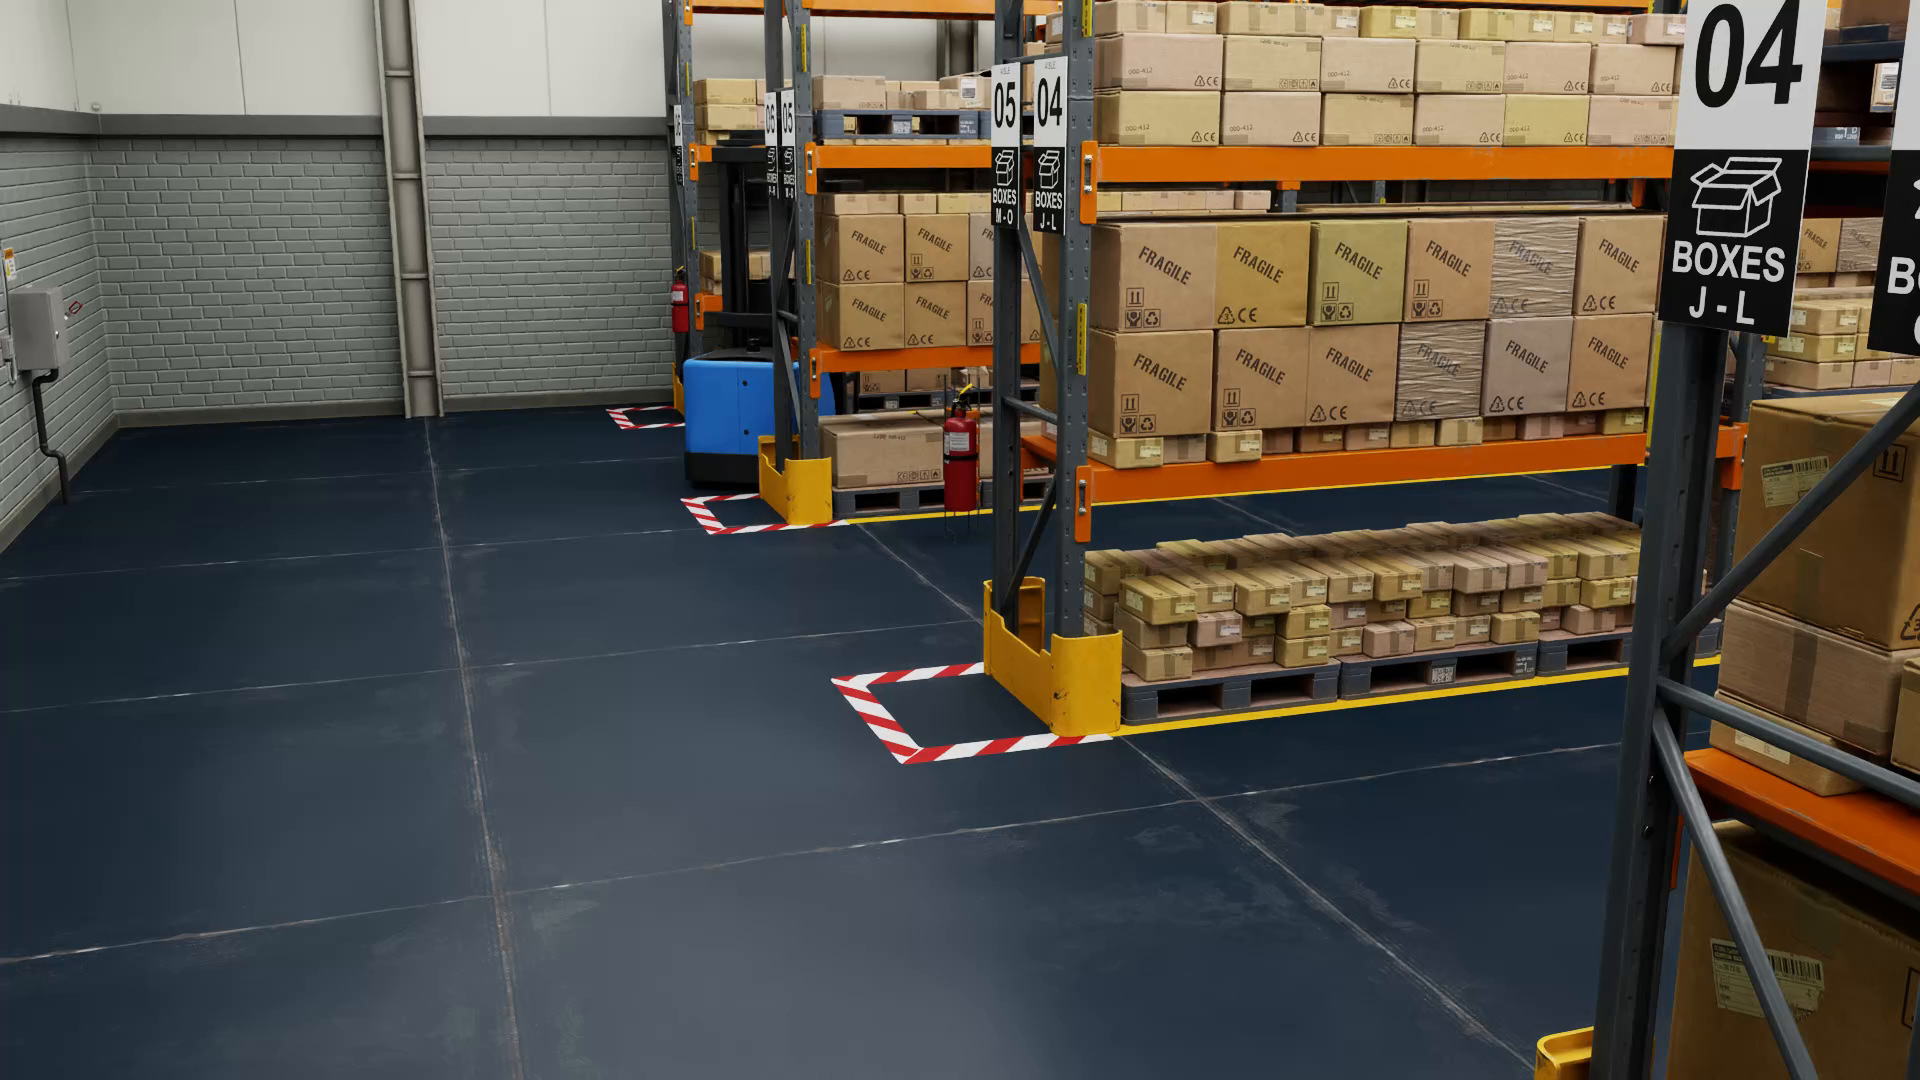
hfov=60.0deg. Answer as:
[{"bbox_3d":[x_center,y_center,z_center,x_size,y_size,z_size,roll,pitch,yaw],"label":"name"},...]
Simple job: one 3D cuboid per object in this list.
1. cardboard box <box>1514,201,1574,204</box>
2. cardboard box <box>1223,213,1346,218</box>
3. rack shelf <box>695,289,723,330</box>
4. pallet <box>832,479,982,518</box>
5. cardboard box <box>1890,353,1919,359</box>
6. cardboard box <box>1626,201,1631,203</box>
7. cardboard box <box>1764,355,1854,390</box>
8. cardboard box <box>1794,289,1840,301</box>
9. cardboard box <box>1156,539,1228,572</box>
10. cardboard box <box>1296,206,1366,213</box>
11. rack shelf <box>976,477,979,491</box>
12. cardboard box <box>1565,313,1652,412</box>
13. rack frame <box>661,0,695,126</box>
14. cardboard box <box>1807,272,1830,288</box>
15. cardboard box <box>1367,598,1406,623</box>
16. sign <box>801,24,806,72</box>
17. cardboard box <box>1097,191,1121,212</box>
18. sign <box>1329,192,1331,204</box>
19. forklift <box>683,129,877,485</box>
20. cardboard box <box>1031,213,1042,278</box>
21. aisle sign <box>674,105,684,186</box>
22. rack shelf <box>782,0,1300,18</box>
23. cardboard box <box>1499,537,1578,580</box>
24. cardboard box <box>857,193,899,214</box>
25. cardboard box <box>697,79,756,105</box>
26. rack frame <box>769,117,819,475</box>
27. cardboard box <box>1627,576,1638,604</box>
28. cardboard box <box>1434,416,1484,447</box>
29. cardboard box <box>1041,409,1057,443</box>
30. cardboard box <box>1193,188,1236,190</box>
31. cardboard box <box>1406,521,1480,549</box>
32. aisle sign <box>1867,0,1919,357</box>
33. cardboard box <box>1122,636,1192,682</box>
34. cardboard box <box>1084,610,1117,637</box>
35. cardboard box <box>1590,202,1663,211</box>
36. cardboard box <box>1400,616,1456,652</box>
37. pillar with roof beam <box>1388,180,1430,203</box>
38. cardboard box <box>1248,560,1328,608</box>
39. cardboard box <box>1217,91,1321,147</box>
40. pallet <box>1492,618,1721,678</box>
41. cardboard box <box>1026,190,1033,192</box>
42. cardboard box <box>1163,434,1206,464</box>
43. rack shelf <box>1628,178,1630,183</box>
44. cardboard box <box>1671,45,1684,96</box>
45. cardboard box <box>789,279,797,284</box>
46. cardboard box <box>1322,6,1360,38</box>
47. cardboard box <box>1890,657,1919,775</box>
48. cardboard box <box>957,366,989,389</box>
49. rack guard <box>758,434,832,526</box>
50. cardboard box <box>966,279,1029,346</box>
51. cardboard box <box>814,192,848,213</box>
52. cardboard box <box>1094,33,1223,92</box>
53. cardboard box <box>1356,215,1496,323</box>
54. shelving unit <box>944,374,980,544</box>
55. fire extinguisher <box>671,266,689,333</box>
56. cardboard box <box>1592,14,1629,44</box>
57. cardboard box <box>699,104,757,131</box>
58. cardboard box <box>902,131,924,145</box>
[{"bbox_3d":[5.284,-2.811,15.100,0.500,0.500,0.500,-4,14,-18],"label":"cardboard box"},{"bbox_3d":[1.713,-1.474,8.839,0.500,0.500,0.500,-4,14,-15],"label":"cardboard box"},{"bbox_3d":[-0.977,-2.593,18.115,4.000,0.370,1.077,-4,14,-18],"label":"rack shelf"},{"bbox_3d":[-0.553,-0.426,13.478,1.213,0.211,1.003,-4,14,-18],"label":"pallet"},{"bbox_3d":[5.189,-1.117,9.351,0.250,0.149,0.380,-4,14,-17],"label":"cardboard box"},{"bbox_3d":[8.707,-4.279,21.391,0.250,0.149,0.380,-4,14,-18],"label":"cardboard box"},{"bbox_3d":[4.699,-0.934,9.222,0.250,0.149,0.380,-5,14,-21],"label":"cardboard box"},{"bbox_3d":[4.997,-1.406,9.922,0.250,0.149,0.380,-5,14,-20],"label":"cardboard box"},{"bbox_3d":[1.271,0.117,9.136,0.250,0.149,0.380,-5,14,-19],"label":"cardboard box"},{"bbox_3d":[3.014,-2.506,13.821,0.500,0.500,0.500,-4,14,-17],"label":"cardboard box"},{"bbox_3d":[0.014,-0.425,12.046,0.180,0.103,0.258,-4,14,-18],"label":"rack shelf"},{"bbox_3d":[3.319,-0.981,8.927,0.500,0.500,0.500,-5,14,-20],"label":"cardboard box"},{"bbox_3d":[-2.873,-5.714,16.717,0.127,3.000,1.000,-4,14,-18],"label":"rack frame"},{"bbox_3d":[7.942,-2.466,15.663,0.250,0.149,0.380,-4,14,-16],"label":"cardboard box"},{"bbox_3d":[2.191,0.317,8.938,0.250,0.149,0.380,-4,14,-15],"label":"cardboard box"},{"bbox_3d":[-1.115,-3.507,11.864,0.005,0.325,0.100,-4,14,-18],"label":"sign"},{"bbox_3d":[1.083,-2.679,13.147,0.250,0.149,0.380,-5,14,-19],"label":"cardboard box"},{"bbox_3d":[4.529,-4.070,20.270,0.005,0.325,0.100,-4,14,-18],"label":"sign"},{"bbox_3d":[-1.492,-2.173,14.946,1.130,2.935,3.031,3,14,12],"label":"forklift"},{"bbox_3d":[0.705,-2.331,13.084,0.500,0.500,0.500,-4,14,-18],"label":"cardboard box"},{"bbox_3d":[-2.844,-3.990,16.818,0.004,0.787,0.394,-4,14,-18],"label":"aisle sign"},{"bbox_3d":[0.609,-4.228,12.891,4.000,0.370,1.077,-4,14,-18],"label":"rack shelf"},{"bbox_3d":[3.191,0.102,9.198,0.250,0.149,0.380,-4,14,-16],"label":"cardboard box"},{"bbox_3d":[-0.636,-2.558,12.635,0.250,0.149,0.380,-4,14,-17],"label":"cardboard box"},{"bbox_3d":[-2.372,-4.547,16.895,0.500,0.250,0.500,-5,14,-19],"label":"cardboard box"},{"bbox_3d":[-1.286,-1.707,12.835,0.127,3.000,1.000,-4,14,-18],"label":"rack frame"},{"bbox_3d":[3.730,0.230,9.304,0.250,0.149,0.380,-5,14,-21],"label":"cardboard box"},{"bbox_3d":[2.525,-0.598,8.717,0.250,0.149,0.380,-4,14,-17],"label":"cardboard box"},{"bbox_3d":[0.607,-0.592,8.693,0.250,0.149,0.380,-4,14,-18],"label":"cardboard box"},{"bbox_3d":[2.123,-2.886,14.016,0.250,0.149,0.380,-5,14,-19],"label":"cardboard box"},{"bbox_3d":[2.776,0.011,9.580,0.250,0.149,0.380,-4,14,-17],"label":"cardboard box"},{"bbox_3d":[1.902,-0.727,3.098,0.004,0.787,0.394,-4,14,-18],"label":"aisle sign"},{"bbox_3d":[0.987,0.586,8.451,0.250,0.149,0.380,-4,14,-17],"label":"cardboard box"},{"bbox_3d":[0.821,0.470,8.940,0.250,0.149,0.380,-4,14,-17],"label":"cardboard box"},{"bbox_3d":[5.889,-2.737,14.789,0.500,0.500,0.500,-5,14,-20],"label":"cardboard box"},{"bbox_3d":[2.449,0.469,8.944,0.250,0.149,0.380,-4,14,-18],"label":"cardboard box"},{"bbox_3d":[7.031,-5.654,16.465,0.400,9.000,9.100,-4,14,-18],"label":"pillar with roof beam"},{"bbox_3d":[1.704,0.227,8.674,0.250,0.149,0.380,-5,14,-21],"label":"cardboard box"},{"bbox_3d":[1.396,-2.030,8.036,0.500,0.250,0.500,-4,14,-16],"label":"cardboard box"},{"bbox_3d":[3.554,0.490,9.625,1.213,0.211,1.003,-4,14,-18],"label":"pallet"},{"bbox_3d":[0.437,-2.749,13.440,0.250,0.149,0.380,-4,14,-16],"label":"cardboard box"},{"bbox_3d":[1.028,-0.486,8.247,0.250,0.149,0.380,-4,14,-16],"label":"cardboard box"},{"bbox_3d":[8.192,-3.554,15.674,4.000,0.370,1.077,-4,14,-18],"label":"rack shelf"},{"bbox_3d":[3.823,-2.463,8.778,0.500,0.250,0.500,-5,14,-21],"label":"cardboard box"},{"bbox_3d":[-1.750,-2.698,17.546,0.250,0.149,0.380,-4,14,-16],"label":"cardboard box"},{"bbox_3d":[1.737,-2.505,8.091,0.250,0.149,0.380,-4,14,-16],"label":"cardboard box"},{"bbox_3d":[2.415,0.419,3.581,0.500,0.250,0.500,-5,14,-20],"label":"cardboard box"},{"bbox_3d":[0.146,-1.833,18.365,0.258,0.266,0.396,-4,14,-16],"label":"cardboard box"},{"bbox_3d":[-1.309,-0.489,13.117,0.348,0.500,1.175,-4,14,-18],"label":"rack guard"},{"bbox_3d":[0.219,-1.805,13.032,0.500,0.500,0.500,-5,14,-18],"label":"cardboard box"},{"bbox_3d":[-1.010,-2.628,12.929,0.250,0.149,0.380,-4,14,-17],"label":"cardboard box"},{"bbox_3d":[0.897,-2.234,7.815,0.500,0.250,0.500,-4,14,-17],"label":"cardboard box"},{"bbox_3d":[2.357,-1.394,8.500,0.500,0.500,0.500,-5,14,-20],"label":"cardboard box"},{"bbox_3d":[0.014,-0.585,12.008,0.189,1.200,0.258,-4,14,-18],"label":"shelving unit"},{"bbox_3d":[-2.865,-2.464,16.991,0.183,0.674,0.296,-4,14,-18],"label":"fire extinguisher"},{"bbox_3d":[3.218,-2.622,8.582,0.250,0.149,0.380,-4,14,-16],"label":"cardboard box"},{"bbox_3d":[-2.365,-4.299,16.933,0.500,0.250,0.500,-5,14,-19],"label":"cardboard box"},{"bbox_3d":[-0.552,-4.250,17.590,0.250,0.149,0.380,-4,14,-17],"label":"cardboard box"}]
